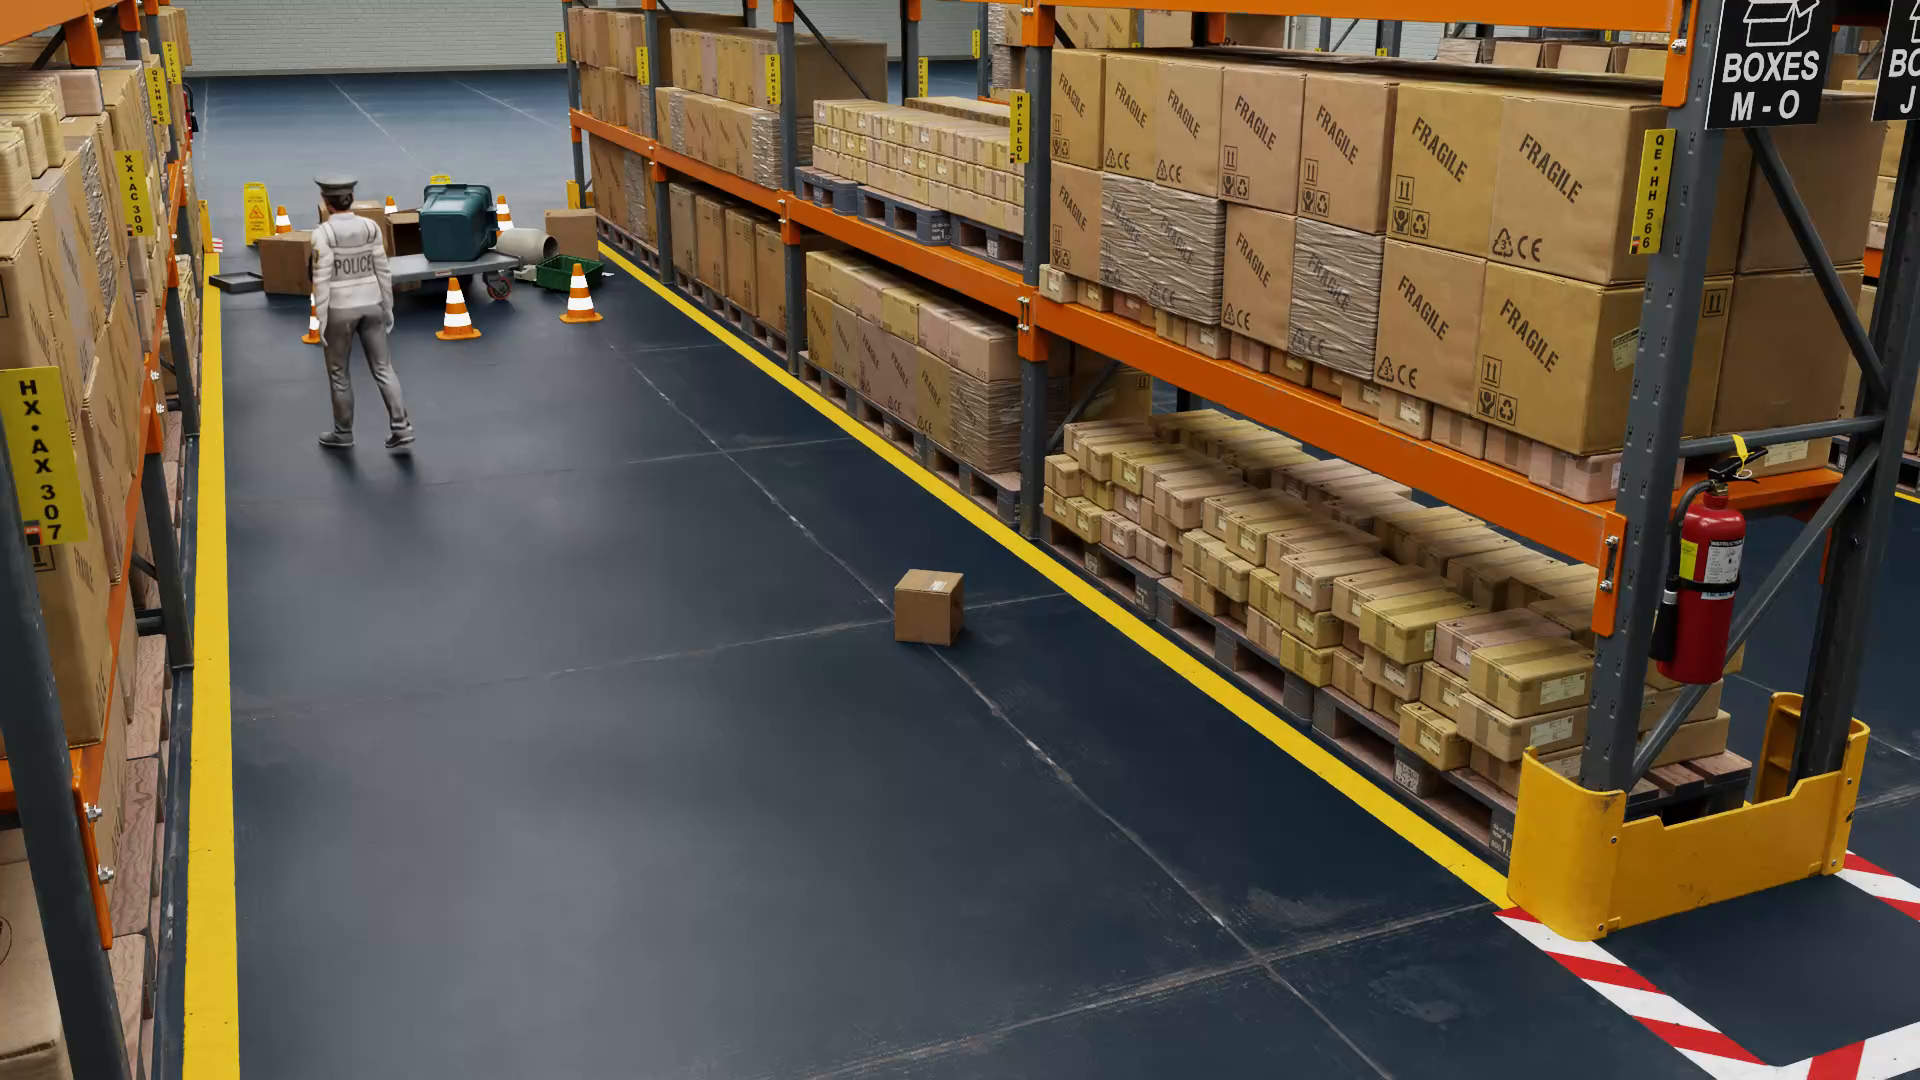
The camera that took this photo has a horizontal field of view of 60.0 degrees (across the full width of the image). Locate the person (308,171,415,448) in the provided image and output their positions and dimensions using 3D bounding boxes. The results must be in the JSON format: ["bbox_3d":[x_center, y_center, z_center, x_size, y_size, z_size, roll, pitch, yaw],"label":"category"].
[{"bbox_3d":[-3.644,-1.362,9.989,0.664,1.662,0.512,18,26,41],"label":"person"}]
